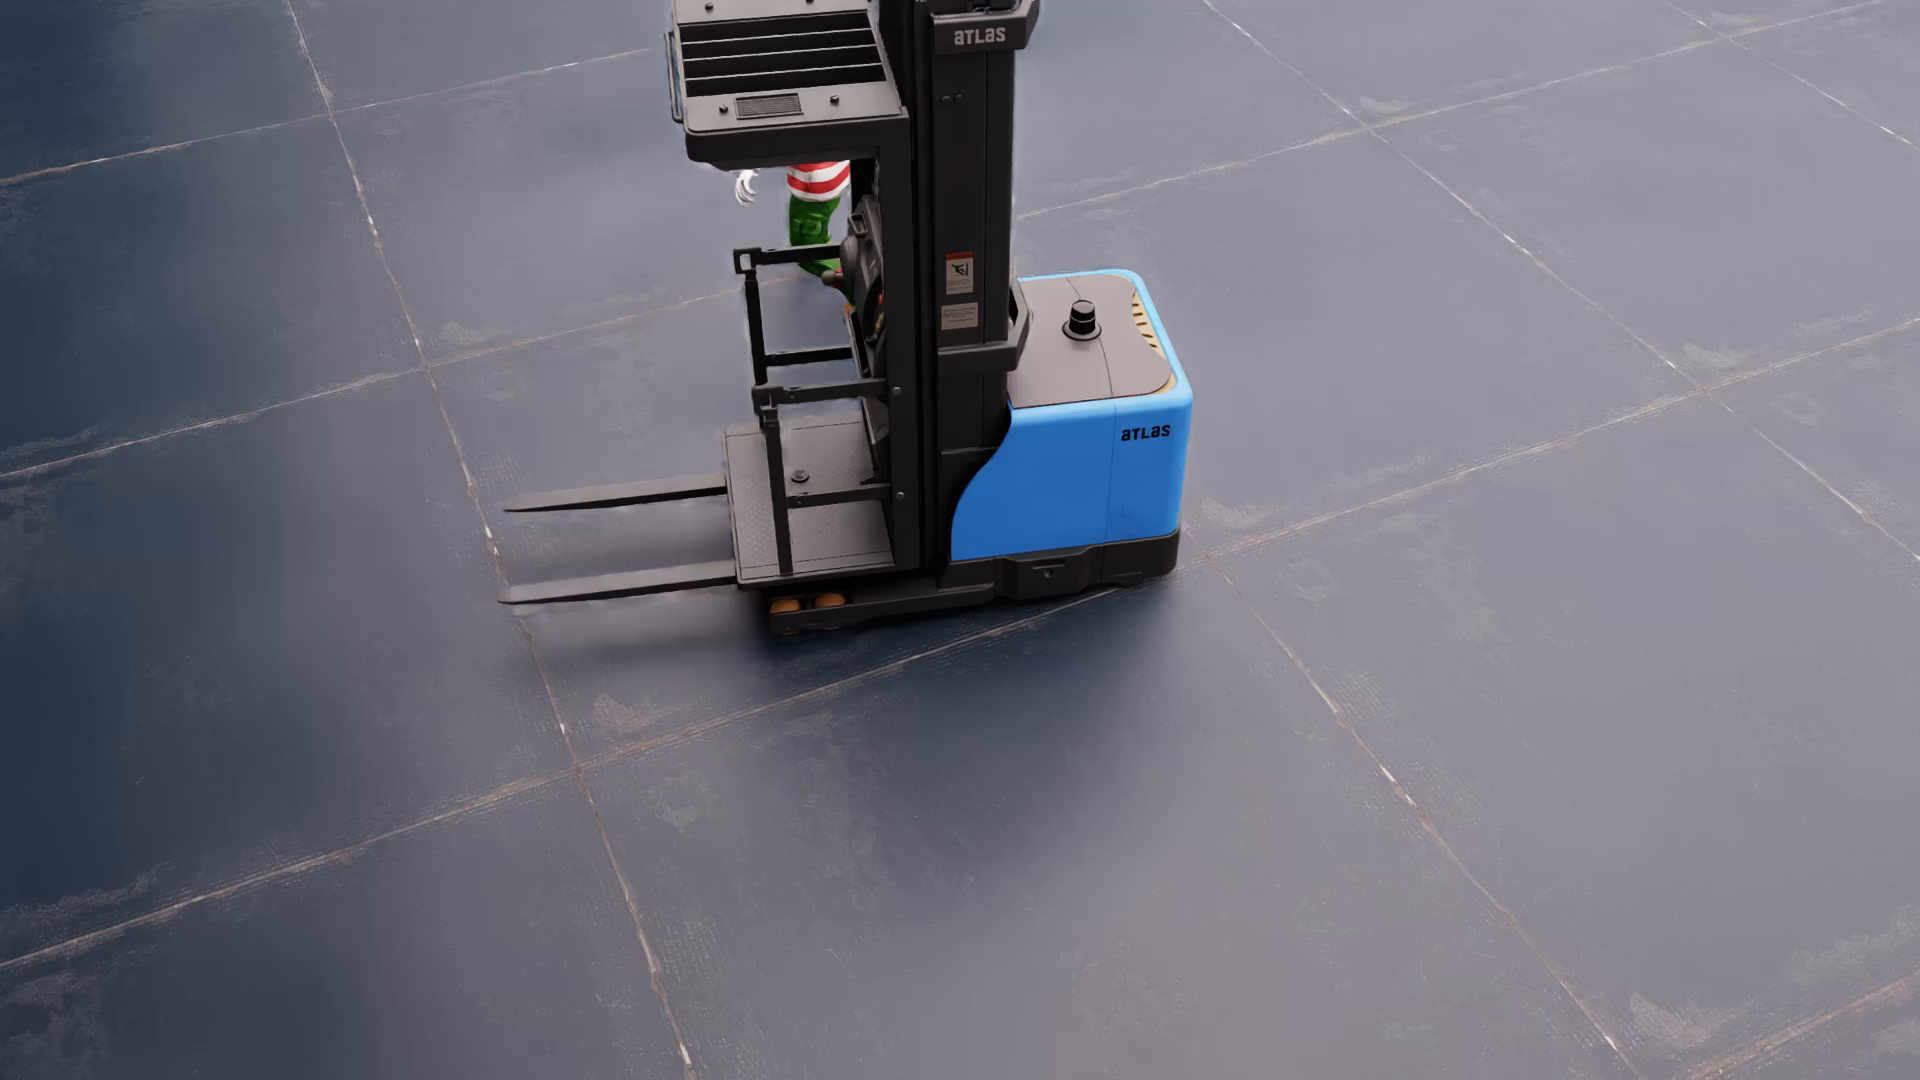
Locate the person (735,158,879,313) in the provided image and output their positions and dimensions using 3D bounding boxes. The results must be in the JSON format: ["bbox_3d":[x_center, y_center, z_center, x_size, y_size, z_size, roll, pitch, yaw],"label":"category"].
[{"bbox_3d":[-0.797,-1.837,8.664,0.621,1.690,1.212,20,46,20],"label":"person"}]

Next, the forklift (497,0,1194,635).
[{"bbox_3d":[-0.573,-1.041,6.796,3.031,2.935,1.130,-7,43,-7],"label":"forklift"}]
